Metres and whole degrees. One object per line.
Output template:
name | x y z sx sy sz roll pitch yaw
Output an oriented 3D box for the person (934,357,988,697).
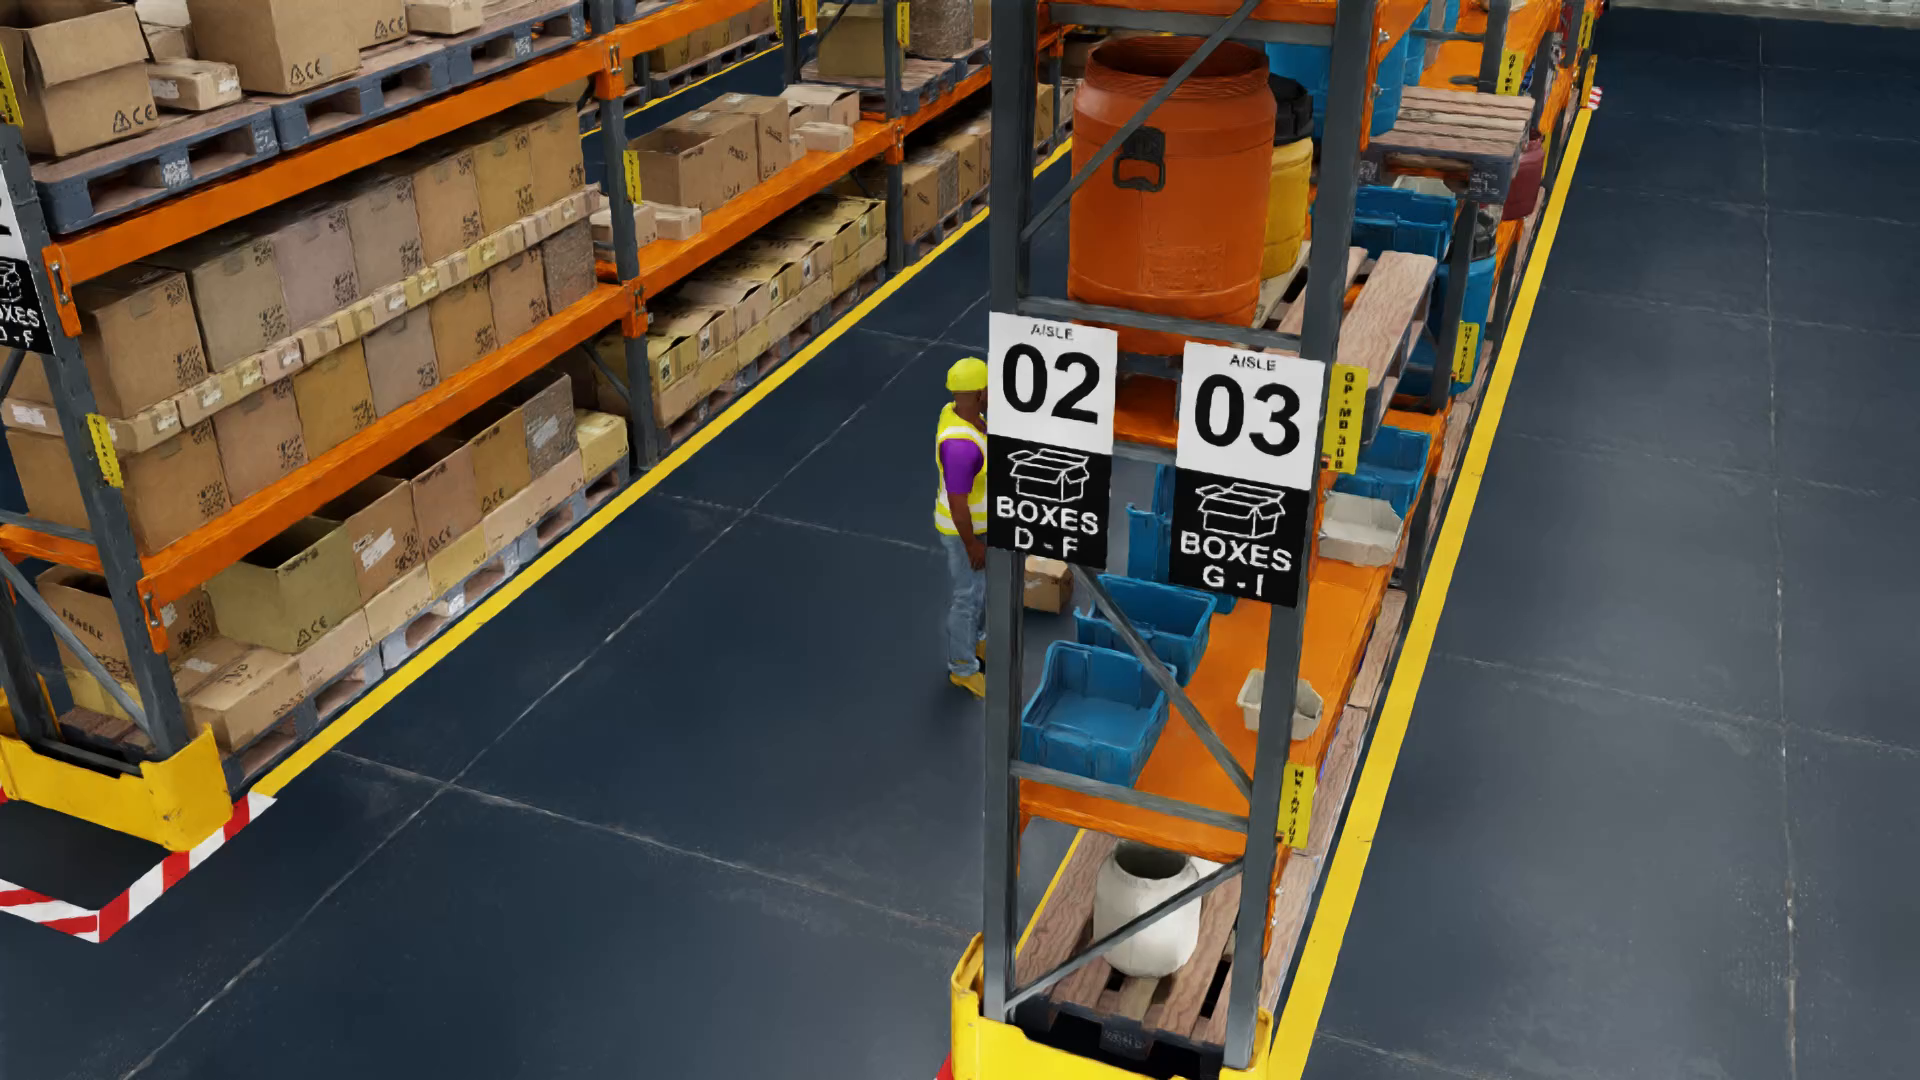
person | 0.073 -0.086 8.518 0.412 1.804 0.615 2 30 3
